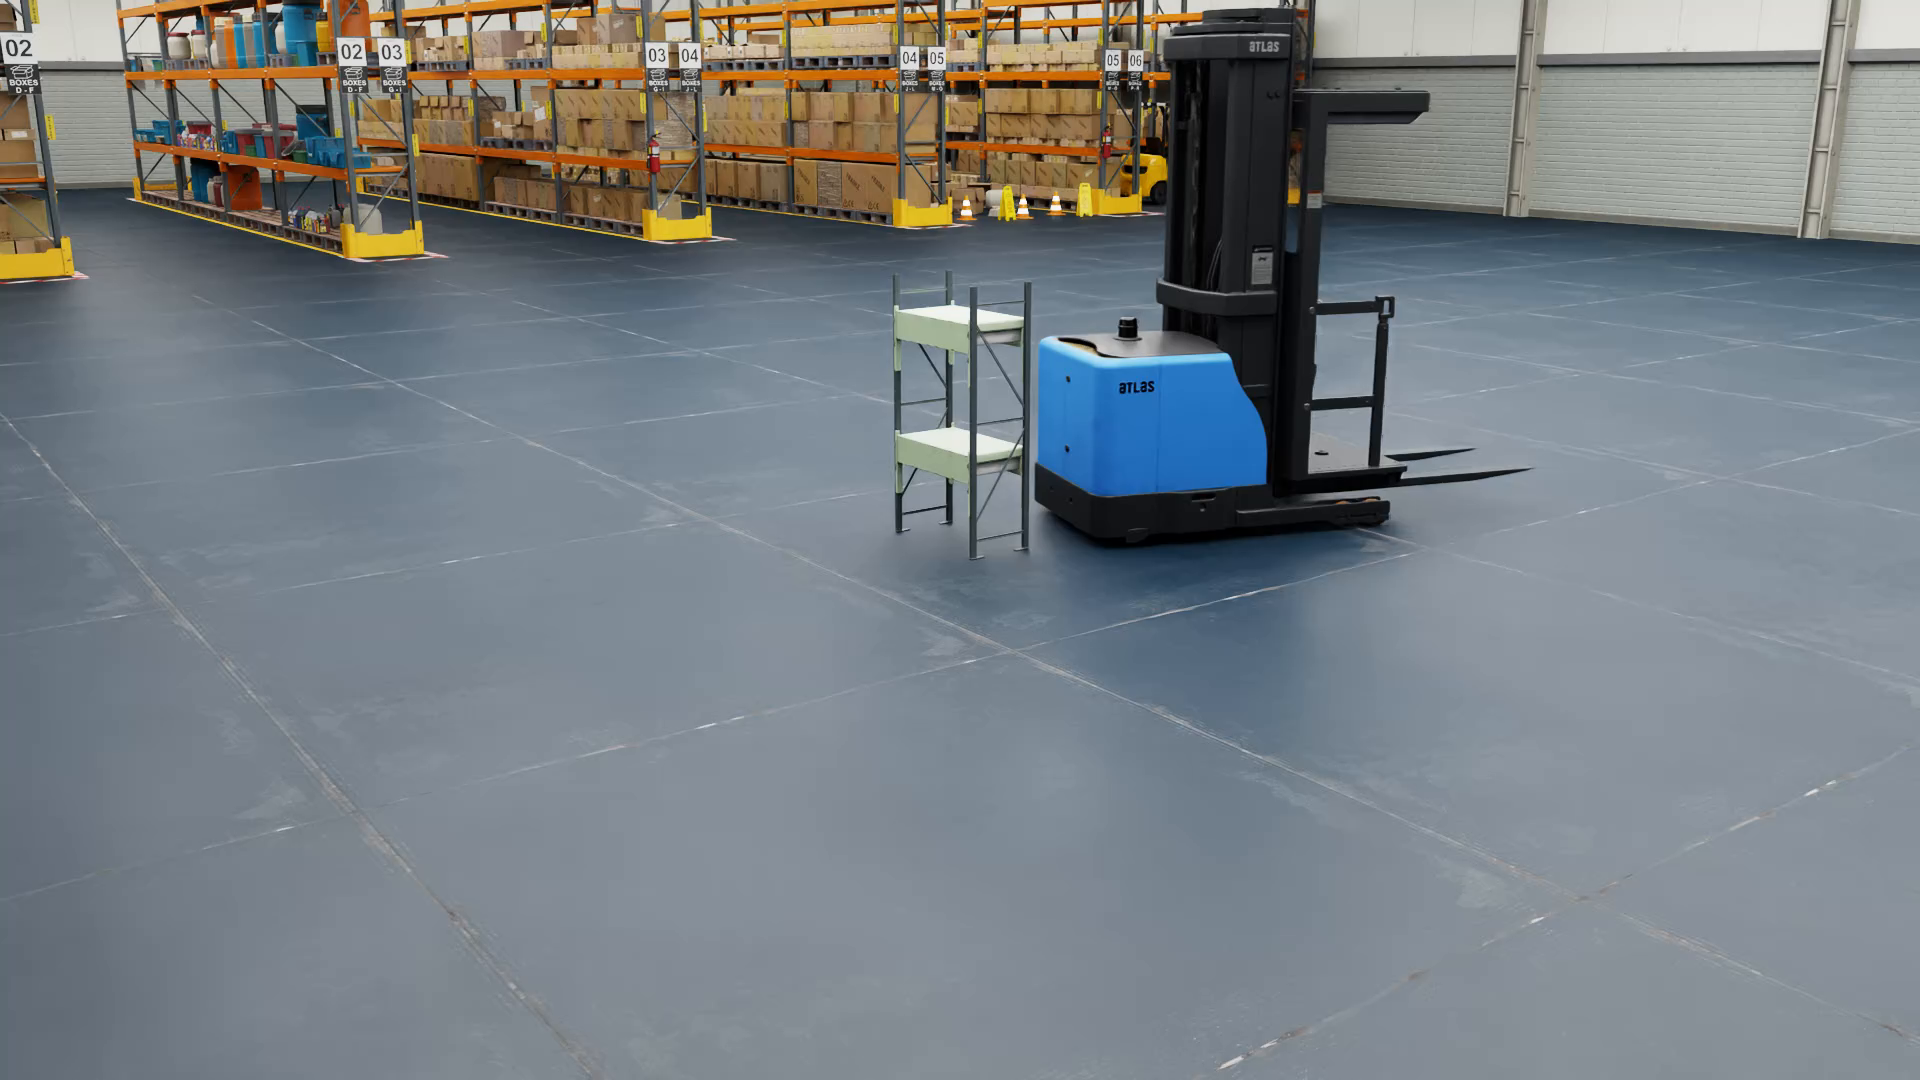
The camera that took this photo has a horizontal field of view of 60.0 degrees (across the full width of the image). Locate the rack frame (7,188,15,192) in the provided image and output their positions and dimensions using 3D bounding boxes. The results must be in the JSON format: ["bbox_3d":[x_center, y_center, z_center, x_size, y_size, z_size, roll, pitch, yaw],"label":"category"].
[{"bbox_3d":[-15.146,-5.912,25.493,1.000,3.000,0.127,-11,19,-35],"label":"rack frame"}]

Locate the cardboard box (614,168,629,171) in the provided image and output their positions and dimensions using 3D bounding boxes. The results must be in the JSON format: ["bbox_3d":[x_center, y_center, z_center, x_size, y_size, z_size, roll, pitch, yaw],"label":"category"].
[{"bbox_3d":[-8.183,-9.055,40.456,0.380,0.149,0.250,-10,18,-33],"label":"cardboard box"}]

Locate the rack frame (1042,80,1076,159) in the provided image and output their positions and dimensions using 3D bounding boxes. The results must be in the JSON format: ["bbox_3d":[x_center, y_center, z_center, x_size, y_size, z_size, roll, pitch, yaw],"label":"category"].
[{"bbox_3d":[2.546,-10.612,42.667,1.000,3.000,0.127,-11,19,-35],"label":"rack frame"}]

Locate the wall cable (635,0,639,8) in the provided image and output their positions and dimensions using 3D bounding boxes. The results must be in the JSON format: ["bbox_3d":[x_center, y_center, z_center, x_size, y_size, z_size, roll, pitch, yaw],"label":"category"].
[{"bbox_3d":[-9.743,-15.613,49.576,0.463,3.000,0.029,-11,19,-35],"label":"wall cable"}]

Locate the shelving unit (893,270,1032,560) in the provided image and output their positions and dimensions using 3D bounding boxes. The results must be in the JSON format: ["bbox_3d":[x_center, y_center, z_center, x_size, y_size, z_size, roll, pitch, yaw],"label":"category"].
[{"bbox_3d":[0.004,-0.722,9.373,0.431,1.500,0.755,-11,19,-35],"label":"shelving unit"}]

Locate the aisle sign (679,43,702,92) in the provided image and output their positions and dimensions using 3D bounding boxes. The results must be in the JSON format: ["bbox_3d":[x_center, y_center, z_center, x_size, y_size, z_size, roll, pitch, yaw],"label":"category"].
[{"bbox_3d":[-4.500,-7.881,27.766,0.394,0.787,0.004,-11,19,-35],"label":"aisle sign"}]

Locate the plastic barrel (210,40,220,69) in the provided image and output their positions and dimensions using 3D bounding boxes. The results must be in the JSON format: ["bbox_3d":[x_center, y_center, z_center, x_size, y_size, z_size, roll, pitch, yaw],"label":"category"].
[{"bbox_3d":[-13.554,-8.921,30.593,0.421,0.512,0.421,0,15,0],"label":"plastic barrel"}]

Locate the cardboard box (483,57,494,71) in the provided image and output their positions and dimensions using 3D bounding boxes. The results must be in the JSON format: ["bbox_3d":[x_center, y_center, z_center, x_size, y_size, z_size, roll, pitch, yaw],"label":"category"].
[{"bbox_3d":[-9.111,-9.427,32.941,0.500,0.250,0.500,-10,18,-33],"label":"cardboard box"}]

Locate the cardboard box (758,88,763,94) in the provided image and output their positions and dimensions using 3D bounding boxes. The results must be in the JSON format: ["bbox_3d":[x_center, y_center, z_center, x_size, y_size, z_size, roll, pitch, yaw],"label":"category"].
[{"bbox_3d":[-5.114,-11.888,44.015,0.380,0.149,0.250,-11,19,-35],"label":"cardboard box"}]

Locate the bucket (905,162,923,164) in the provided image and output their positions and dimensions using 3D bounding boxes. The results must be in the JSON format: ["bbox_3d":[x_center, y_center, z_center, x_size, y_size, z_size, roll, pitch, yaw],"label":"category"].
[{"bbox_3d":[-1.114,-7.680,35.275,0.726,0.611,0.620,-4,6,-15],"label":"bucket"}]

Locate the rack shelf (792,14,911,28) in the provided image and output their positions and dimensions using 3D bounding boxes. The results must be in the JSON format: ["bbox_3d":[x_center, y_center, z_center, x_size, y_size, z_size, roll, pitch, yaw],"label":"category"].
[{"bbox_3d":[-2.643,-12.621,40.765,1.077,0.370,4.000,-11,19,-35],"label":"rack shelf"}]

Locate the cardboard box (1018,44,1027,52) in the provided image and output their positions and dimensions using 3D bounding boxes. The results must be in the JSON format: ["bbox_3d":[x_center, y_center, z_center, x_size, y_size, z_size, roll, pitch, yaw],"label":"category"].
[{"bbox_3d":[1.450,-10.365,35.046,0.380,0.149,0.250,-12,19,-36],"label":"cardboard box"}]

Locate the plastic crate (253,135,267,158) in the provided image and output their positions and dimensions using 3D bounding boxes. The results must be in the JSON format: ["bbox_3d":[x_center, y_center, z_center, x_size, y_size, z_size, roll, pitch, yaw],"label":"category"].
[{"bbox_3d":[-12.037,-6.859,28.985,0.392,0.384,0.575,-11,19,-35],"label":"plastic crate"}]

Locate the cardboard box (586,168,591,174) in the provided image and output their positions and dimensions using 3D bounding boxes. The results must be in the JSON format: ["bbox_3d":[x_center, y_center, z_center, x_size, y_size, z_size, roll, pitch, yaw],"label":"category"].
[{"bbox_3d":[-9.195,-9.308,41.942,0.380,0.149,0.250,-10,18,-32],"label":"cardboard box"}]

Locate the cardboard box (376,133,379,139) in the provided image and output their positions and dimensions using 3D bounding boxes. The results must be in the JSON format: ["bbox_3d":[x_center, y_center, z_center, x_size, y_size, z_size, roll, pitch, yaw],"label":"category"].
[{"bbox_3d":[-13.487,-9.488,39.037,0.380,0.149,0.250,-11,19,-35],"label":"cardboard box"}]

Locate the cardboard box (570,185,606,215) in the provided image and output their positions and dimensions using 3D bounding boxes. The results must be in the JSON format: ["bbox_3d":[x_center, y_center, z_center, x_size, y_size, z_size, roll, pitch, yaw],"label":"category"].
[{"bbox_3d":[-6.928,-6.354,31.048,0.500,0.500,0.500,-12,19,-36],"label":"cardboard box"}]

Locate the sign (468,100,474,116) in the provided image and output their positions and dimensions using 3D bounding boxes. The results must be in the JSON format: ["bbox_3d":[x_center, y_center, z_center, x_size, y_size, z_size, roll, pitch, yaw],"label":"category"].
[{"bbox_3d":[-9.930,-8.774,33.758,0.100,0.325,0.005,-11,19,-35],"label":"sign"}]

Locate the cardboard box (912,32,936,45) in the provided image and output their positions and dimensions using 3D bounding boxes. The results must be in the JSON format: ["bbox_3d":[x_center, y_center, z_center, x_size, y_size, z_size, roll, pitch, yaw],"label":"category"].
[{"bbox_3d":[-0.784,-9.254,30.759,0.500,0.250,0.500,-11,19,-35],"label":"cardboard box"}]

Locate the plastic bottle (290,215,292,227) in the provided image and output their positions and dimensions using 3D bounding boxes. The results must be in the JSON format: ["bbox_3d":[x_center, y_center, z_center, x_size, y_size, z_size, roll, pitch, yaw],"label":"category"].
[{"bbox_3d":[-11.245,-5.384,28.034,0.097,0.201,0.097,0,15,0],"label":"plastic bottle"}]

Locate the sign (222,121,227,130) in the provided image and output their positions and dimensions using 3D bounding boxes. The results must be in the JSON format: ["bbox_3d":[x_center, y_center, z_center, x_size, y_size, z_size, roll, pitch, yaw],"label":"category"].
[{"bbox_3d":[-15.395,-8.606,34.814,0.100,0.325,0.005,-11,19,-35],"label":"sign"}]

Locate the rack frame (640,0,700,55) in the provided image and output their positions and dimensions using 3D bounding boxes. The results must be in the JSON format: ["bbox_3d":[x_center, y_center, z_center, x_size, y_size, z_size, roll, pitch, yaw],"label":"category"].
[{"bbox_3d":[-4.779,-9.488,27.195,1.000,3.000,0.127,-11,19,-35],"label":"rack frame"}]

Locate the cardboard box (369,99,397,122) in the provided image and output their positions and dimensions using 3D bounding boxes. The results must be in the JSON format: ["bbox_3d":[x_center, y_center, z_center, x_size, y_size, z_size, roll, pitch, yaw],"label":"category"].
[{"bbox_3d":[-13.519,-10.083,39.033,0.500,0.500,0.500,-11,19,-36],"label":"cardboard box"}]

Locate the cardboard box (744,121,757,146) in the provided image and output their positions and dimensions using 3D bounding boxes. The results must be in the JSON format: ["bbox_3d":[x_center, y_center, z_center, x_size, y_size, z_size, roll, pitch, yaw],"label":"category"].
[{"bbox_3d":[-4.177,-8.531,34.873,0.500,0.500,0.500,-11,19,-34],"label":"cardboard box"}]

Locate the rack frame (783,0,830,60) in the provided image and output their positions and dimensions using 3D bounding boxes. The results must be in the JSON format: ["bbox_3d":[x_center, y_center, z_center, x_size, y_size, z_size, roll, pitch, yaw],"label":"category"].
[{"bbox_3d":[-3.059,-11.090,33.050,1.000,3.000,0.127,-11,19,-35],"label":"rack frame"}]

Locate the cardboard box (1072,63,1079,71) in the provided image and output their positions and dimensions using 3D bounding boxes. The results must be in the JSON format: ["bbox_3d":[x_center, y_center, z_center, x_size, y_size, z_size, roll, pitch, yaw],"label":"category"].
[{"bbox_3d":[2.499,-9.601,33.766,0.380,0.149,0.250,-10,18,-33],"label":"cardboard box"}]

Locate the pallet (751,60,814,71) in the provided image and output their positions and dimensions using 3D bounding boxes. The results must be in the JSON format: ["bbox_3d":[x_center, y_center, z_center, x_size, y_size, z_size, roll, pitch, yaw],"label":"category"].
[{"bbox_3d":[-3.638,-9.739,34.158,0.805,0.209,1.217,-12,19,-37],"label":"pallet"}]

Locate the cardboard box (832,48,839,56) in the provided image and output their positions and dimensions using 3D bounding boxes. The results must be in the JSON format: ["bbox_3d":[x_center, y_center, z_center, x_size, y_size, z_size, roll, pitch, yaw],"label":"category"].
[{"bbox_3d":[-2.226,-9.318,31.747,0.380,0.149,0.250,-11,19,-34],"label":"cardboard box"}]

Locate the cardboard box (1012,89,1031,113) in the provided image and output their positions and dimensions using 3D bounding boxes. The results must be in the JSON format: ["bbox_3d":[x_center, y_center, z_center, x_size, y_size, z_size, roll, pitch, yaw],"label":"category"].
[{"bbox_3d":[1.524,-9.309,35.259,0.700,0.500,0.500,-11,19,-36],"label":"cardboard box"}]

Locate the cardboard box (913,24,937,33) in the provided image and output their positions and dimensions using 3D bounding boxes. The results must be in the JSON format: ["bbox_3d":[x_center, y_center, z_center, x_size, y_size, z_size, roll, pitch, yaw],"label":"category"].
[{"bbox_3d":[-0.646,-9.424,30.625,0.380,0.149,0.250,-11,19,-34],"label":"cardboard box"}]

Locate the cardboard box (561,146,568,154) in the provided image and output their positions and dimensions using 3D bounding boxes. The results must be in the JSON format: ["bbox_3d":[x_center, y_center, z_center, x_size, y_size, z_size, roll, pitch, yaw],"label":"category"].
[{"bbox_3d":[-7.111,-7.179,30.600,0.380,0.149,0.250,-11,19,-35],"label":"cardboard box"}]

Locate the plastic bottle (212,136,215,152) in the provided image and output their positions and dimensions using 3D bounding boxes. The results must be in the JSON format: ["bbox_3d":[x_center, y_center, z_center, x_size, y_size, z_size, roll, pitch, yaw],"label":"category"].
[{"bbox_3d":[-14.208,-7.547,31.689,0.061,0.283,0.133,-11,19,-35],"label":"plastic bottle"}]

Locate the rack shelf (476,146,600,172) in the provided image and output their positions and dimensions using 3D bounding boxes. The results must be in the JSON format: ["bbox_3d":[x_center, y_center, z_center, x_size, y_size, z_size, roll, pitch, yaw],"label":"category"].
[{"bbox_3d":[-8.307,-7.528,32.763,1.077,0.370,4.000,-11,19,-35],"label":"rack shelf"}]

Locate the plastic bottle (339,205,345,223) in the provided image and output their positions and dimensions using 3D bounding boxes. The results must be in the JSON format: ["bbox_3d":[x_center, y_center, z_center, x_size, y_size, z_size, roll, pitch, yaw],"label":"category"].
[{"bbox_3d":[-10.413,-5.480,28.102,0.144,0.351,0.185,-12,19,-37],"label":"plastic bottle"}]

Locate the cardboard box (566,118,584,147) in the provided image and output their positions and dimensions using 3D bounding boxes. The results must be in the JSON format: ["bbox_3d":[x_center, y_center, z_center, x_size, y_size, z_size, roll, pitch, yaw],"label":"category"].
[{"bbox_3d":[-6.651,-7.422,30.259,0.875,0.500,0.500,-11,19,-35],"label":"cardboard box"}]

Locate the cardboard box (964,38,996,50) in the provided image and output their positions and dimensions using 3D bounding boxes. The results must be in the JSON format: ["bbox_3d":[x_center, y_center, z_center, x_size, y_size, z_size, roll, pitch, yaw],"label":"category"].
[{"bbox_3d":[0.441,-10.909,36.610,0.500,0.250,0.500,-10,18,-33],"label":"cardboard box"}]

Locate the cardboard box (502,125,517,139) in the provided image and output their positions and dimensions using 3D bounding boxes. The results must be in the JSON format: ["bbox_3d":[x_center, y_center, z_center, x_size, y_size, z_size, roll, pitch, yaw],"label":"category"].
[{"bbox_3d":[-8.683,-8.039,32.755,0.500,0.250,0.500,-12,19,-36],"label":"cardboard box"}]

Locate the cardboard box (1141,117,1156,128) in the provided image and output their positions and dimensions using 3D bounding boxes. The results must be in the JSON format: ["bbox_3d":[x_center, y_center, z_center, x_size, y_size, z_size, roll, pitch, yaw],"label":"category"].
[{"bbox_3d":[4.403,-9.992,39.738,0.500,0.250,0.500,-11,19,-36],"label":"cardboard box"}]

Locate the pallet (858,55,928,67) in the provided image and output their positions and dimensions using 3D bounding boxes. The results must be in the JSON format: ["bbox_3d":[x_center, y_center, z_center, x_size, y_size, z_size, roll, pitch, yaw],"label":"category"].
[{"bbox_3d":[-1.152,-8.903,30.910,1.003,0.211,1.213,-11,19,-35],"label":"pallet"}]

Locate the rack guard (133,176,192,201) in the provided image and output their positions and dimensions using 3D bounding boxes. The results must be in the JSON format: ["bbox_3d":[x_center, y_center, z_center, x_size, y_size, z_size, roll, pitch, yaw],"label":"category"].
[{"bbox_3d":[-18.217,-8.039,38.002,1.175,0.500,0.348,-11,19,-35],"label":"rack guard"}]

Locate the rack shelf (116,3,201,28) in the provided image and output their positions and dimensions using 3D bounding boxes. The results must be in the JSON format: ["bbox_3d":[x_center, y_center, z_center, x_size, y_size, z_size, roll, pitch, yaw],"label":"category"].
[{"bbox_3d":[-17.017,-11.169,35.457,1.077,0.370,4.000,-11,19,-35],"label":"rack shelf"}]

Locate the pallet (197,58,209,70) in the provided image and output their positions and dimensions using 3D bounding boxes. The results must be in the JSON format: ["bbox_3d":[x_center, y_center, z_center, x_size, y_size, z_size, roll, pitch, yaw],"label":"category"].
[{"bbox_3d":[-13.860,-9.068,31.701,1.003,0.211,1.213,-11,19,-35],"label":"pallet"}]

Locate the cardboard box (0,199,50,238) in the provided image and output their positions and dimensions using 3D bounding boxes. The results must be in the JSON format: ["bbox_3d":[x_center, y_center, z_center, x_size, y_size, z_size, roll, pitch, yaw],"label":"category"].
[{"bbox_3d":[-13.225,-4.551,23.514,0.500,0.500,0.500,-11,19,-35],"label":"cardboard box"}]

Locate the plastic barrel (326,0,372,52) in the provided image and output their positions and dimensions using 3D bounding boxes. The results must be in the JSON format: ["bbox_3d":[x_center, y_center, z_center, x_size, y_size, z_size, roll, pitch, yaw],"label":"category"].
[{"bbox_3d":[-9.174,-7.766,24.977,0.600,0.830,0.708,-11,19,-35],"label":"plastic barrel"}]

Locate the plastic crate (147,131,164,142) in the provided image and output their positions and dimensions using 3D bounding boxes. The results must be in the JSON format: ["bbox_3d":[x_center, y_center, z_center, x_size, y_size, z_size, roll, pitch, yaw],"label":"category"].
[{"bbox_3d":[-17.363,-8.741,36.035,0.416,0.233,0.300,-11,19,-35],"label":"plastic crate"}]

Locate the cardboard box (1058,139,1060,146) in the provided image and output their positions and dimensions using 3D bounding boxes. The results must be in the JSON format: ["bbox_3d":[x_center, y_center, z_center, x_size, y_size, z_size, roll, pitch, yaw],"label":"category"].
[{"bbox_3d":[2.259,-8.280,34.621,0.380,0.149,0.250,-11,19,-34],"label":"cardboard box"}]

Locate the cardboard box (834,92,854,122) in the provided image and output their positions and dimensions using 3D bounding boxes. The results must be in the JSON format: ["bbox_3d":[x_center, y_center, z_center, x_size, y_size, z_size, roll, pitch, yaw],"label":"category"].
[{"bbox_3d":[-1.929,-8.358,32.101,0.875,0.550,0.500,-11,19,-35],"label":"cardboard box"}]

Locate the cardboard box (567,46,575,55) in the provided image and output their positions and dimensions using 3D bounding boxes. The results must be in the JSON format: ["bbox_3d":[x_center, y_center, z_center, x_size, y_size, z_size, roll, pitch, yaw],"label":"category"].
[{"bbox_3d":[-6.834,-8.790,29.857,0.380,0.149,0.250,-11,19,-34],"label":"cardboard box"}]

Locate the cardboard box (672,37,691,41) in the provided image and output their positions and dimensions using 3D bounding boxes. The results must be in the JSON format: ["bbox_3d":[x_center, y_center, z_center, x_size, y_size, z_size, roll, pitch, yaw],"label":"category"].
[{"bbox_3d":[-6.173,-11.068,37.012,0.396,0.266,0.258,-11,19,-35],"label":"cardboard box"}]

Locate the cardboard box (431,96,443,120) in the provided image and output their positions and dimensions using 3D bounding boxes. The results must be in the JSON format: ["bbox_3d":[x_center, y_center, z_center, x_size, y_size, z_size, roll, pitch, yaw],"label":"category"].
[{"bbox_3d":[-11.058,-9.405,36.168,0.797,0.503,0.637,-11,19,-34],"label":"cardboard box"}]

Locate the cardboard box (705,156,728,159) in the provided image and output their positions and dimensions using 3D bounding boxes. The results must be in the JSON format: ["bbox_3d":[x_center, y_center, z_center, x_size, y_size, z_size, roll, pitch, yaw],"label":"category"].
[{"bbox_3d":[-5.621,-8.594,37.813,0.500,0.250,0.500,-12,19,-37],"label":"cardboard box"}]

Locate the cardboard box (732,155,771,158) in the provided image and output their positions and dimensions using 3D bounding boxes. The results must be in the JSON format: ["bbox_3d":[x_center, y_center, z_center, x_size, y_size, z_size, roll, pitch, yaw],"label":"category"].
[{"bbox_3d":[-5.702,-10.390,45.915,0.875,0.438,0.875,-12,19,-36],"label":"cardboard box"}]

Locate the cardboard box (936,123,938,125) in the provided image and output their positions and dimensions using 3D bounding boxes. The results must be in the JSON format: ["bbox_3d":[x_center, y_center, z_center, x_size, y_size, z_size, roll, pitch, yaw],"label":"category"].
[{"bbox_3d":[-0.472,-9.772,38.051,0.500,0.500,0.500,-12,19,-37],"label":"cardboard box"}]

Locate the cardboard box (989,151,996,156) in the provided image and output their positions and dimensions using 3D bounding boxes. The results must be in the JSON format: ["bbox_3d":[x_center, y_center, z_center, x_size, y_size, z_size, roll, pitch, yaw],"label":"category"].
[{"bbox_3d":[1.008,-10.389,44.562,0.380,0.149,0.250,-10,18,-33],"label":"cardboard box"}]

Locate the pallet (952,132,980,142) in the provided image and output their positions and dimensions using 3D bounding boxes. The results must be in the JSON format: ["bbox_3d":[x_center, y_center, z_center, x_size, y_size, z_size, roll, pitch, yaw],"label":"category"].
[{"bbox_3d":[0.553,-9.080,37.432,1.003,0.211,1.213,-11,19,-35],"label":"pallet"}]

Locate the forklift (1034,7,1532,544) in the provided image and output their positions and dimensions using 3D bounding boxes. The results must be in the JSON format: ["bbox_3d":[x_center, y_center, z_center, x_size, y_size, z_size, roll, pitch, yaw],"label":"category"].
[{"bbox_3d":[2.031,-1.604,9.885,3.031,2.935,1.130,-5,16,-18],"label":"forklift"}]
